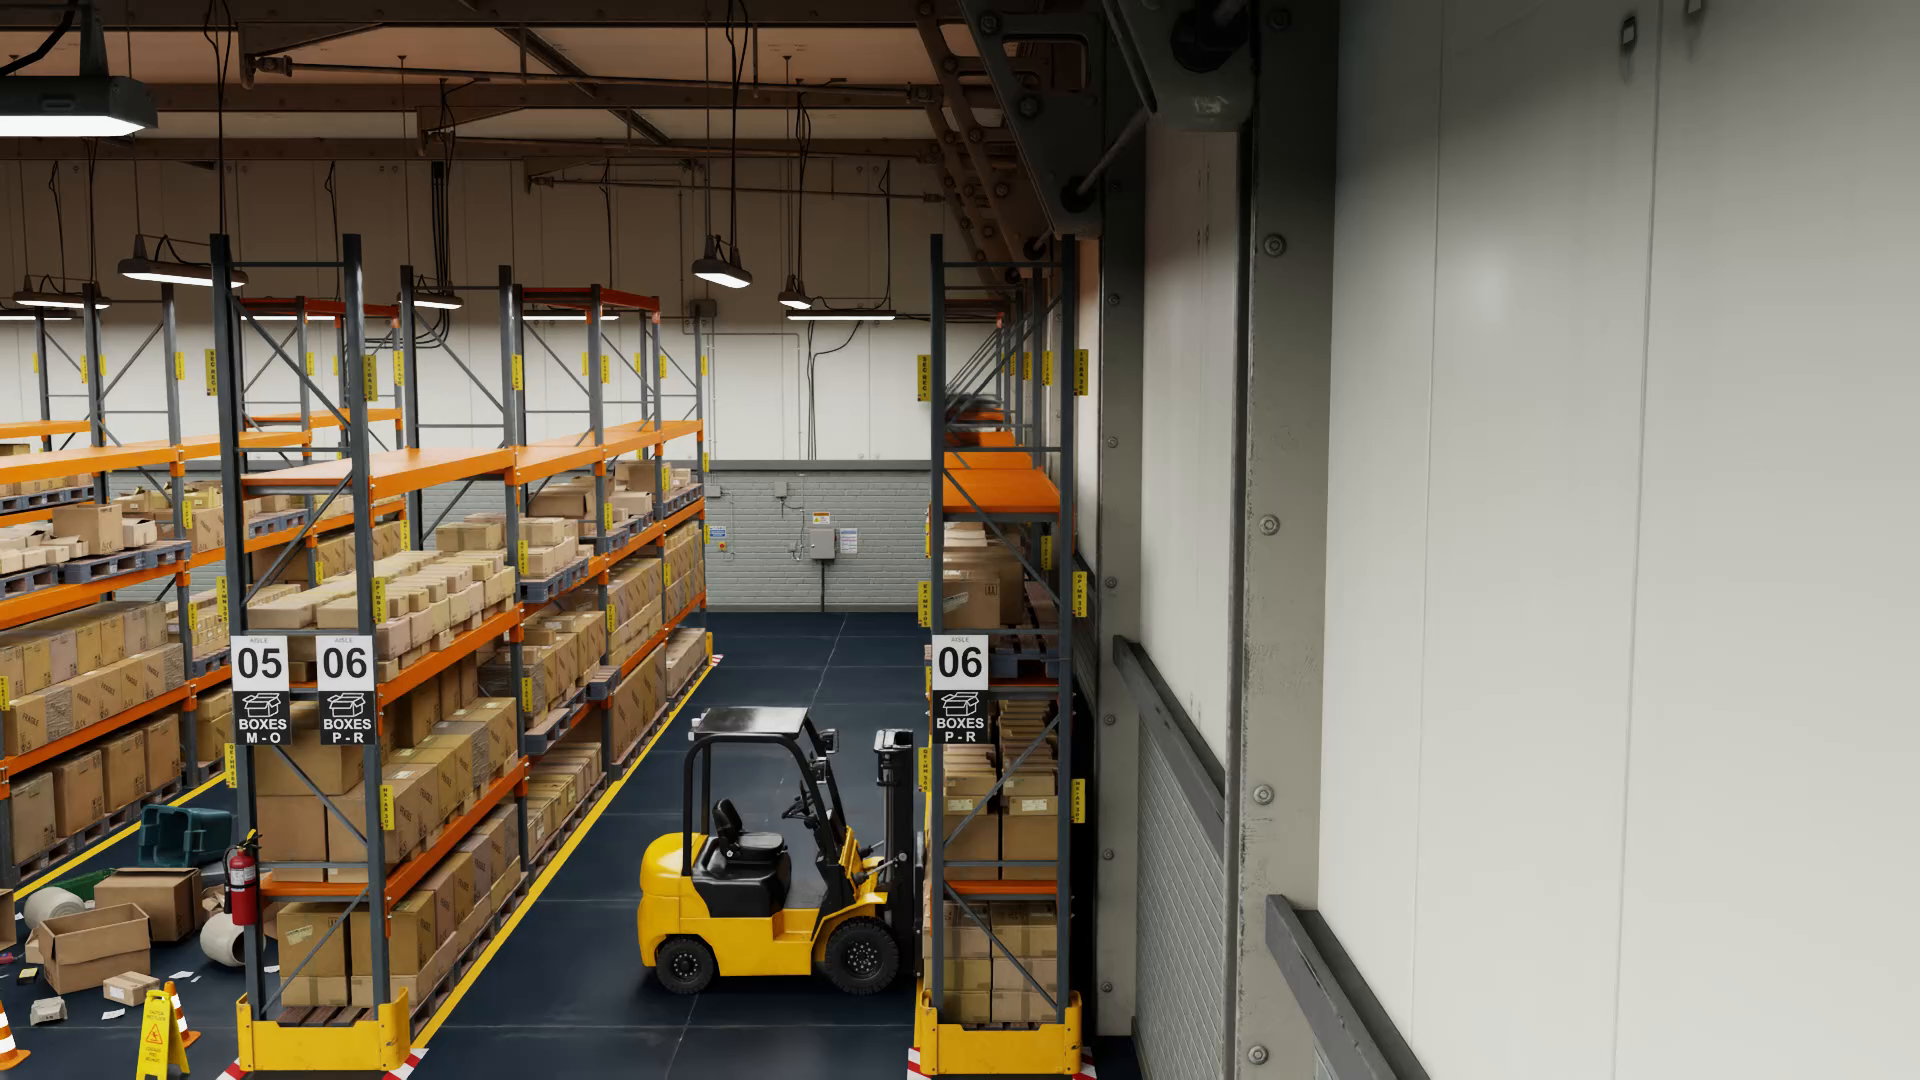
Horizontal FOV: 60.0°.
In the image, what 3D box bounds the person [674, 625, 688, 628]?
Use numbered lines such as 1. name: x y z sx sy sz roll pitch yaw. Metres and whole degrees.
1. person: -5.123 1.114 29.037 0.789 1.729 0.710 0 6 -2
